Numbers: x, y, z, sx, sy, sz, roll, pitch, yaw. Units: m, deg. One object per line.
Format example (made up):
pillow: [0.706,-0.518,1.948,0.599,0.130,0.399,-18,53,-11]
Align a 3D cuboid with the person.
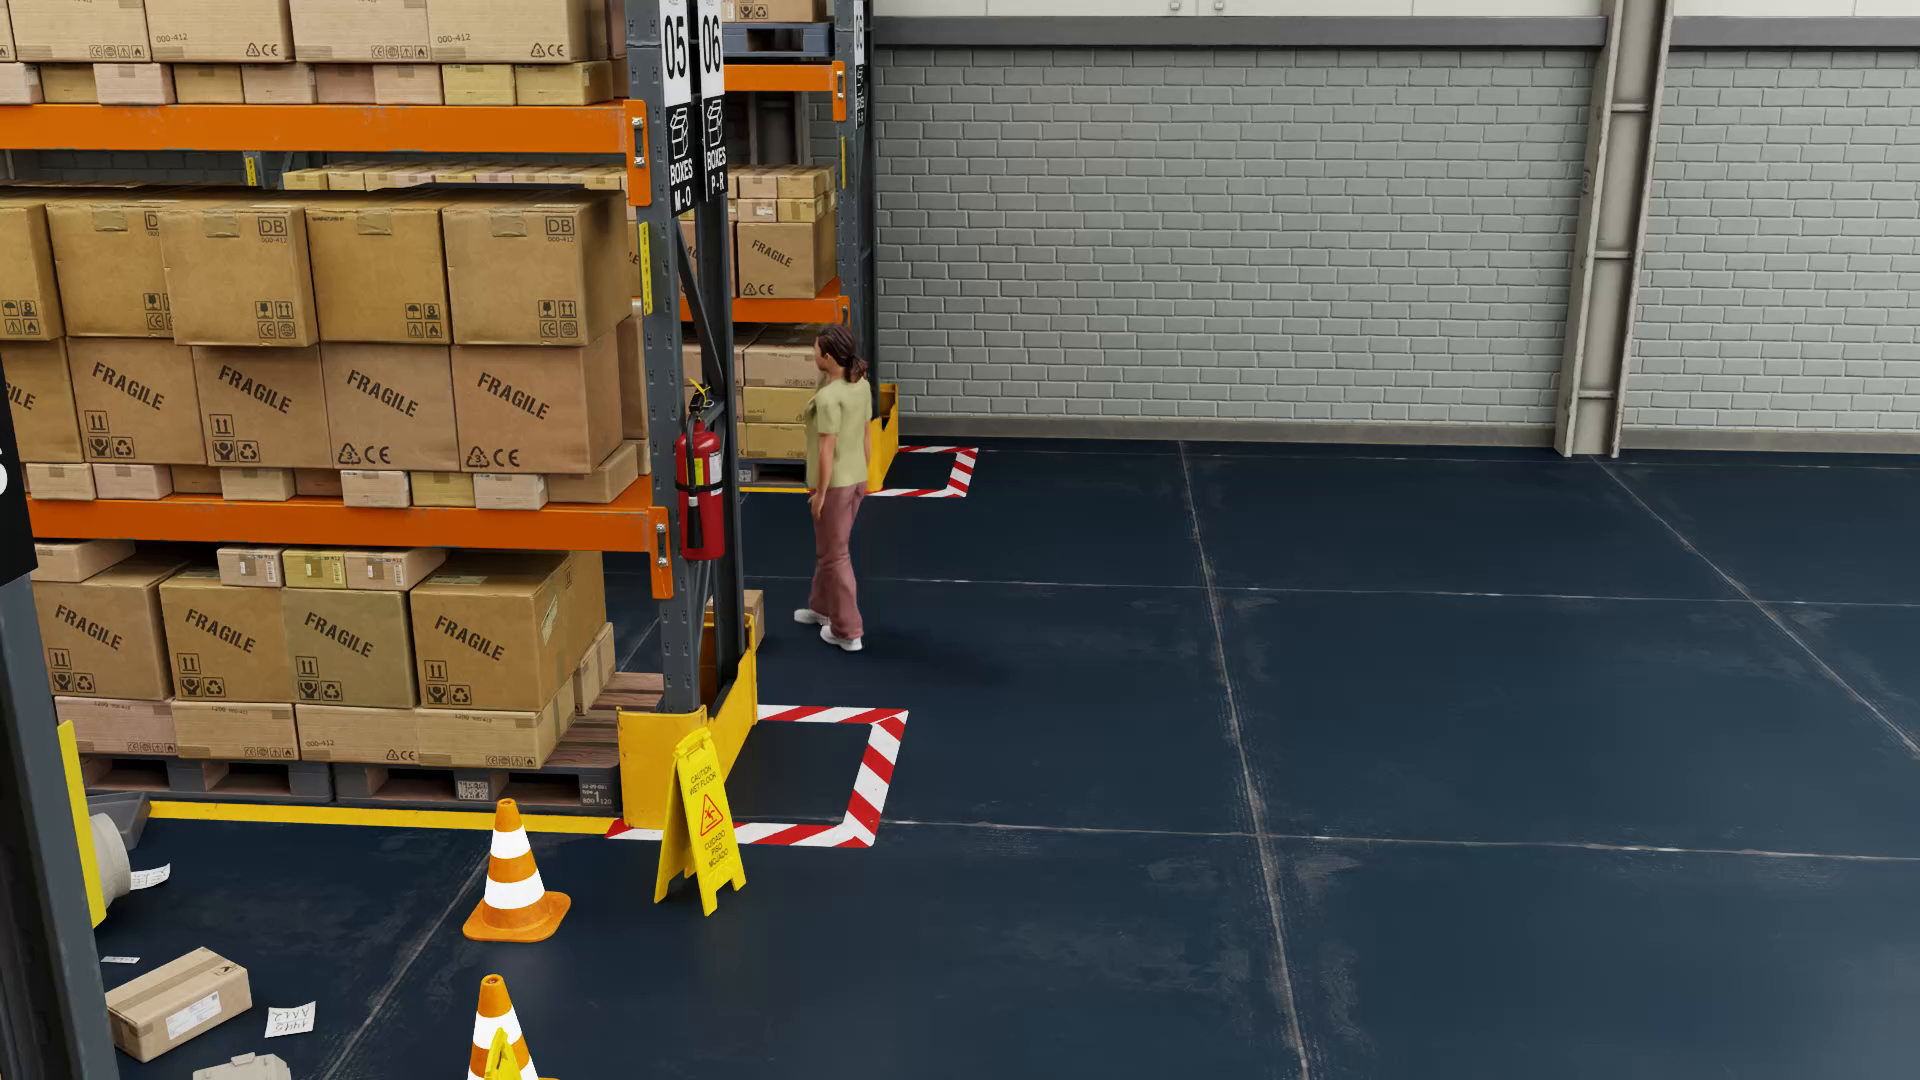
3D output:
person: [-0.713,-0.283,8.431,0.599,1.670,0.464,9,20,25]
